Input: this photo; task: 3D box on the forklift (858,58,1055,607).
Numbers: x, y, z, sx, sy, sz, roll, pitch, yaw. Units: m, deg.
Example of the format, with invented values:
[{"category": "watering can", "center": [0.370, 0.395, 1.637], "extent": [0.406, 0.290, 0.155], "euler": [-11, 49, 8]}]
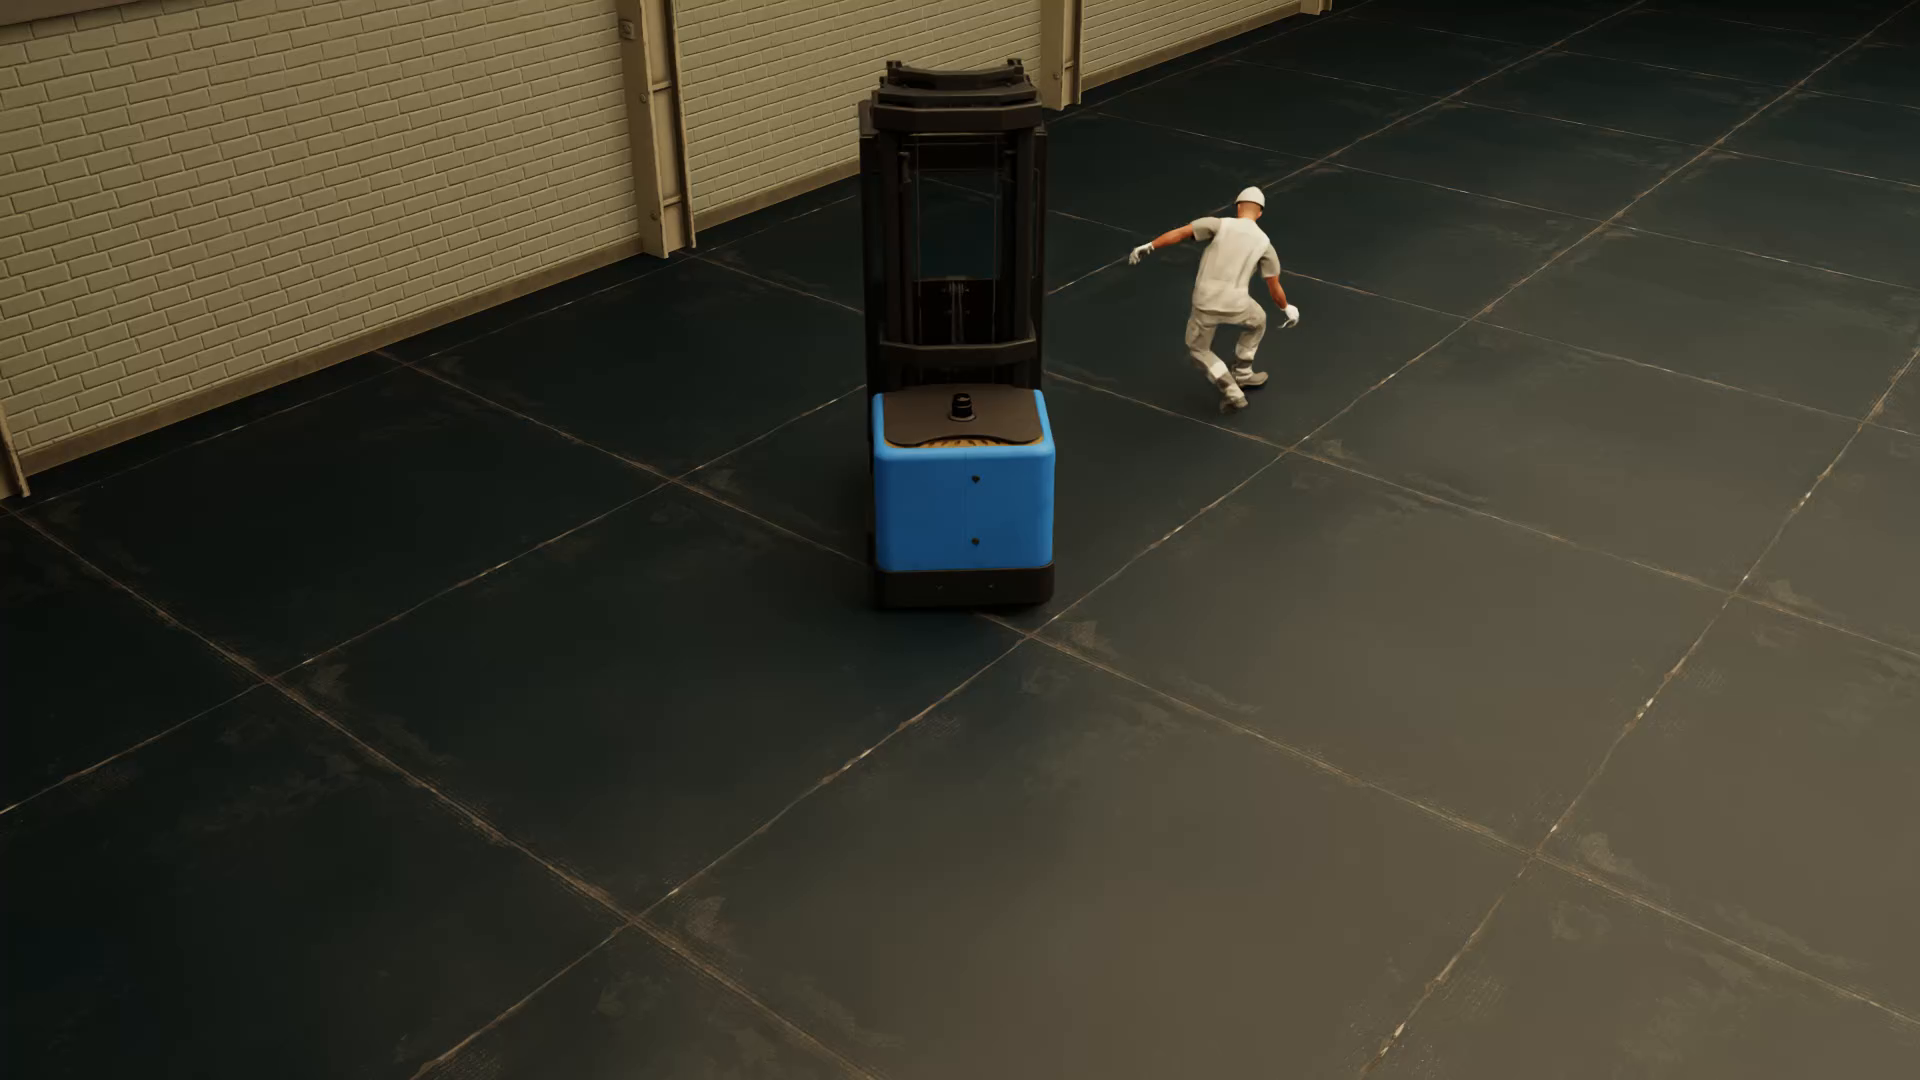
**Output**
[{"category": "forklift", "center": [-0.053, -1.585, 10.307], "extent": [1.130, 2.935, 3.031], "euler": [-2, 30, -3]}]

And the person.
[{"category": "person", "center": [1.813, -1.716, 11.886], "extent": [1.224, 1.582, 0.691], "euler": [4, 31, 7]}]
